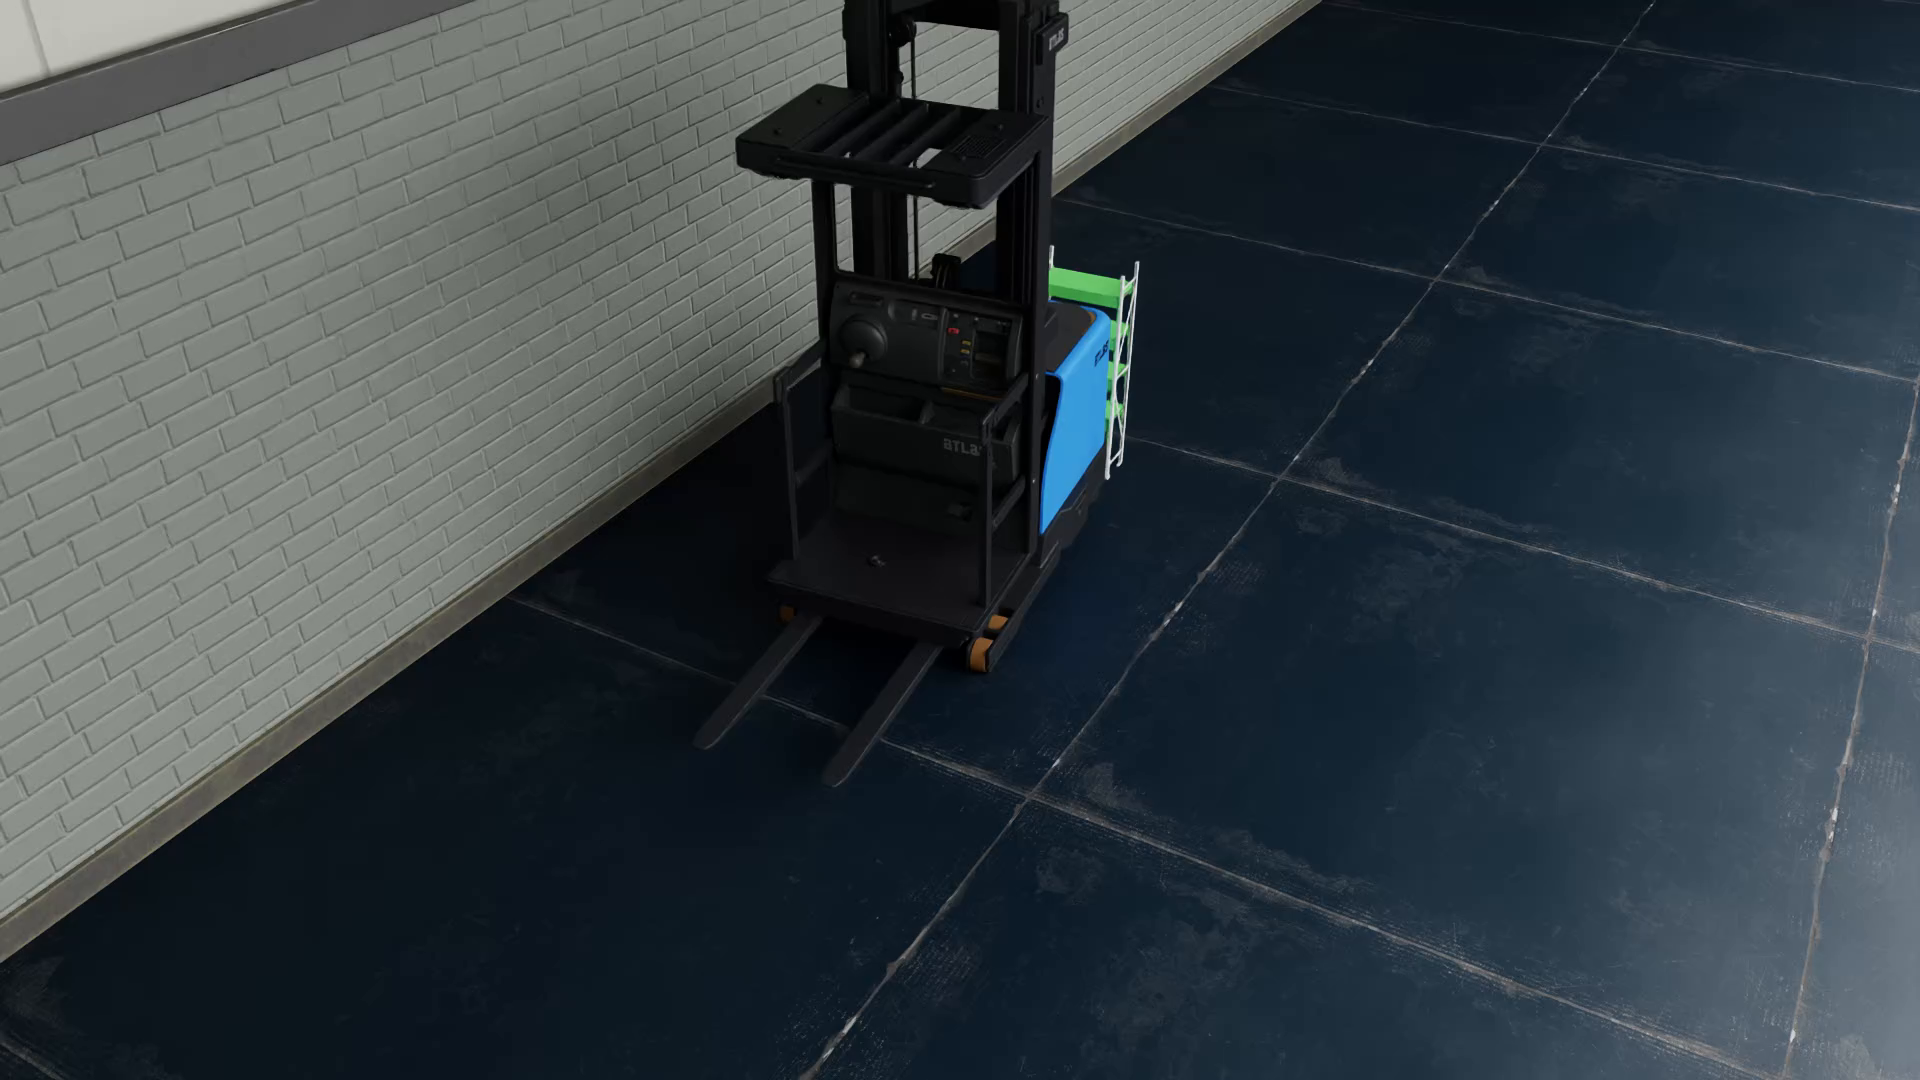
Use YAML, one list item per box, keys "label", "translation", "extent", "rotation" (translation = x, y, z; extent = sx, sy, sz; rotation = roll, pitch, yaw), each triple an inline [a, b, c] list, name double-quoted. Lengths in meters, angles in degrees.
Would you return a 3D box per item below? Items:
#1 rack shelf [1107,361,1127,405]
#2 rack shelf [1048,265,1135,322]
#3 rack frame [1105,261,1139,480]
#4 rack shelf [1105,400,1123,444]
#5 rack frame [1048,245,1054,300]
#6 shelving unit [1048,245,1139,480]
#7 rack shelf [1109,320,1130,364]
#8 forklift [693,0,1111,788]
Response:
- label: "rack shelf"
  translation: [0.653, -0.906, 9.130]
  extent: [0.480, 0.148, 0.258]
  rotation: [14, 33, 21]
- label: "rack shelf"
  translation: [0.666, -1.319, 8.886]
  extent: [0.480, 0.148, 0.258]
  rotation: [14, 33, 21]
- label: "rack frame"
  translation: [0.876, -0.904, 9.012]
  extent: [0.015, 1.200, 0.240]
  rotation: [14, 33, 21]
- label: "rack shelf"
  translation: [0.647, -0.699, 9.251]
  extent: [0.480, 0.148, 0.258]
  rotation: [14, 33, 21]
- label: "rack frame"
  translation: [0.434, -1.018, 9.183]
  extent: [0.015, 1.200, 0.240]
  rotation: [14, 33, 21]
- label: "shelving unit"
  translation: [0.655, -0.961, 9.097]
  extent: [0.503, 1.200, 0.258]
  rotation: [14, 33, 21]
- label: "rack shelf"
  translation: [0.659, -1.113, 9.008]
  extent: [0.480, 0.148, 0.258]
  rotation: [14, 33, 21]
- label: "forklift"
  translation: [-0.241, -0.865, 7.404]
  extent: [1.130, 2.935, 3.031]
  rotation: [13, 36, 19]
